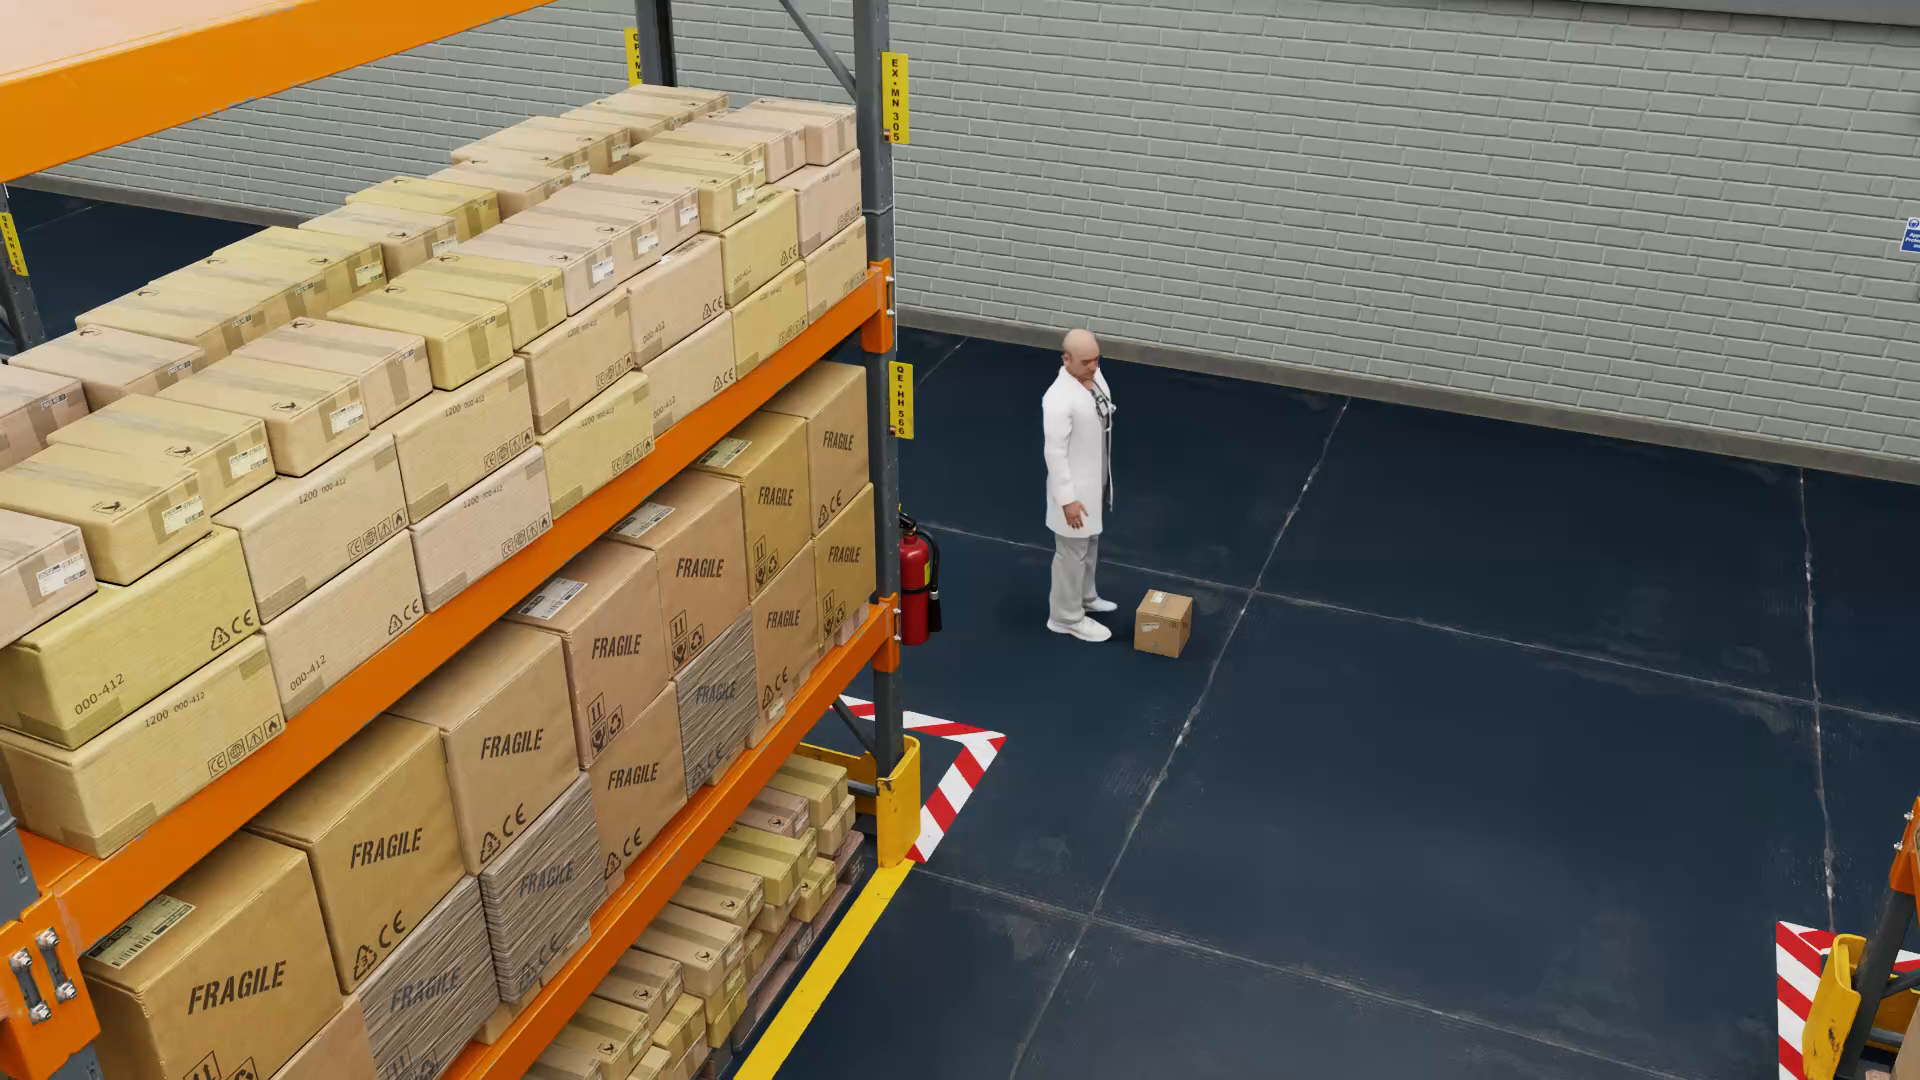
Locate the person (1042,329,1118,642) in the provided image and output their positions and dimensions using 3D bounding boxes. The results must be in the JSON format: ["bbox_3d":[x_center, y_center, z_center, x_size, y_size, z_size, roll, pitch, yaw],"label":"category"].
[{"bbox_3d":[0.685,-0.284,8.949,0.413,1.822,0.623,12,31,21],"label":"person"}]
